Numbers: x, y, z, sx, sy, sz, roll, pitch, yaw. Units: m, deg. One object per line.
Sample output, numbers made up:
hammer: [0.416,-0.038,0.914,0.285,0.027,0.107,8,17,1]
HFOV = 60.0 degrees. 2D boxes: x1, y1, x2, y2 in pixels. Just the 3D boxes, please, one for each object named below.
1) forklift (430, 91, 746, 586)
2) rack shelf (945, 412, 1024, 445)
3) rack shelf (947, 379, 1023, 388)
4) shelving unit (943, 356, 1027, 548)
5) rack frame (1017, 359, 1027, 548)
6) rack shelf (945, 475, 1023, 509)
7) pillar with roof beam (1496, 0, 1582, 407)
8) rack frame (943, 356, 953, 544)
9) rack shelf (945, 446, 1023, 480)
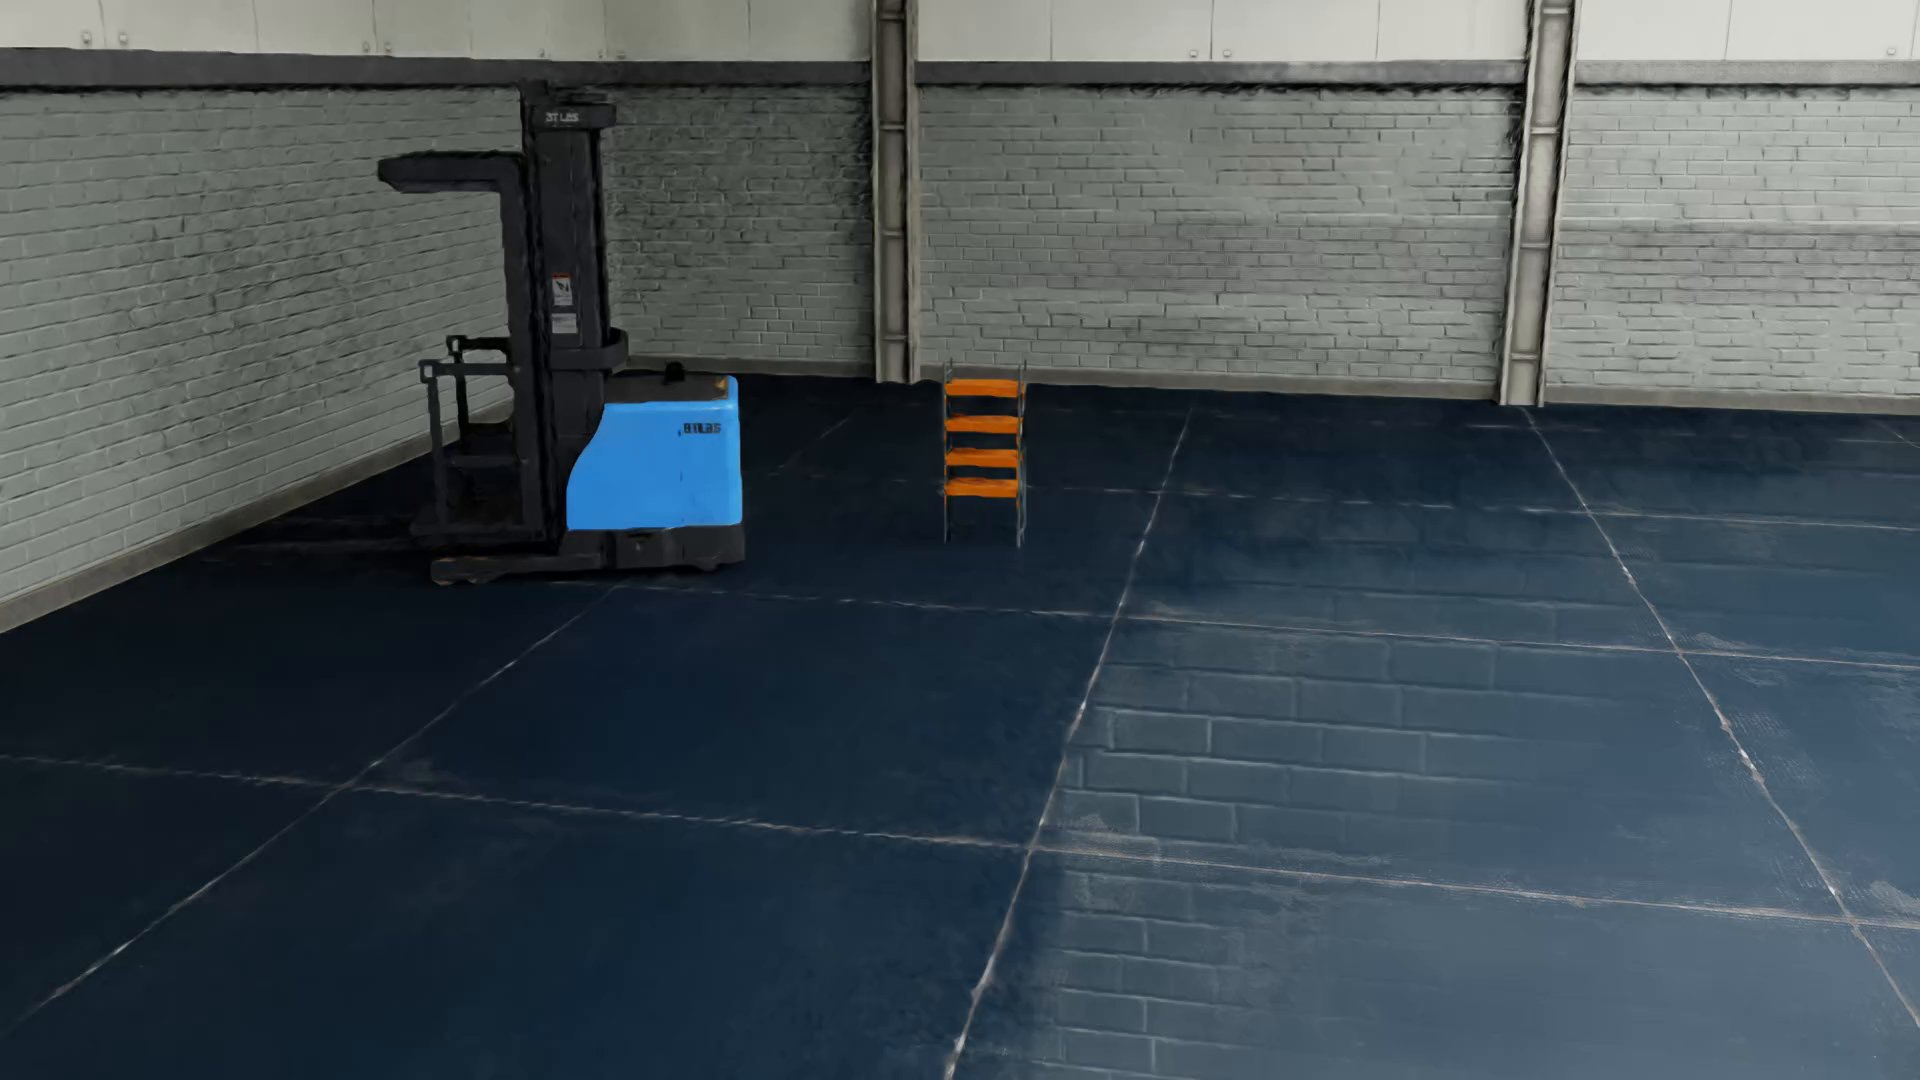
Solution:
forklift: [-2.343,-1.276,10.228,1.939,2.867,1.129,-2,16,-7]
rack shelf: [0.162,-0.720,10.758,0.480,0.148,0.258,3,16,11]
rack shelf: [0.162,-0.986,10.685,0.457,0.050,0.221,3,16,11]
shelving unit: [13.650,-0.152,7.890,28.100,1.949,0.597,3,16,11]
rack frame: [0.401,-0.556,10.753,0.015,1.200,0.240,3,16,11]
rack shelf: [0.162,-0.313,10.871,0.480,0.148,0.258,3,16,11]
pillar with roof beam: [4.397,-4.493,10.357,0.400,9.000,9.100,3,16,11]
rack frame: [-0.077,-0.582,10.847,0.015,1.200,0.240,3,16,11]
rack shelf: [13.656,-0.373,7.828,28.088,1.490,0.597,3,16,11]
